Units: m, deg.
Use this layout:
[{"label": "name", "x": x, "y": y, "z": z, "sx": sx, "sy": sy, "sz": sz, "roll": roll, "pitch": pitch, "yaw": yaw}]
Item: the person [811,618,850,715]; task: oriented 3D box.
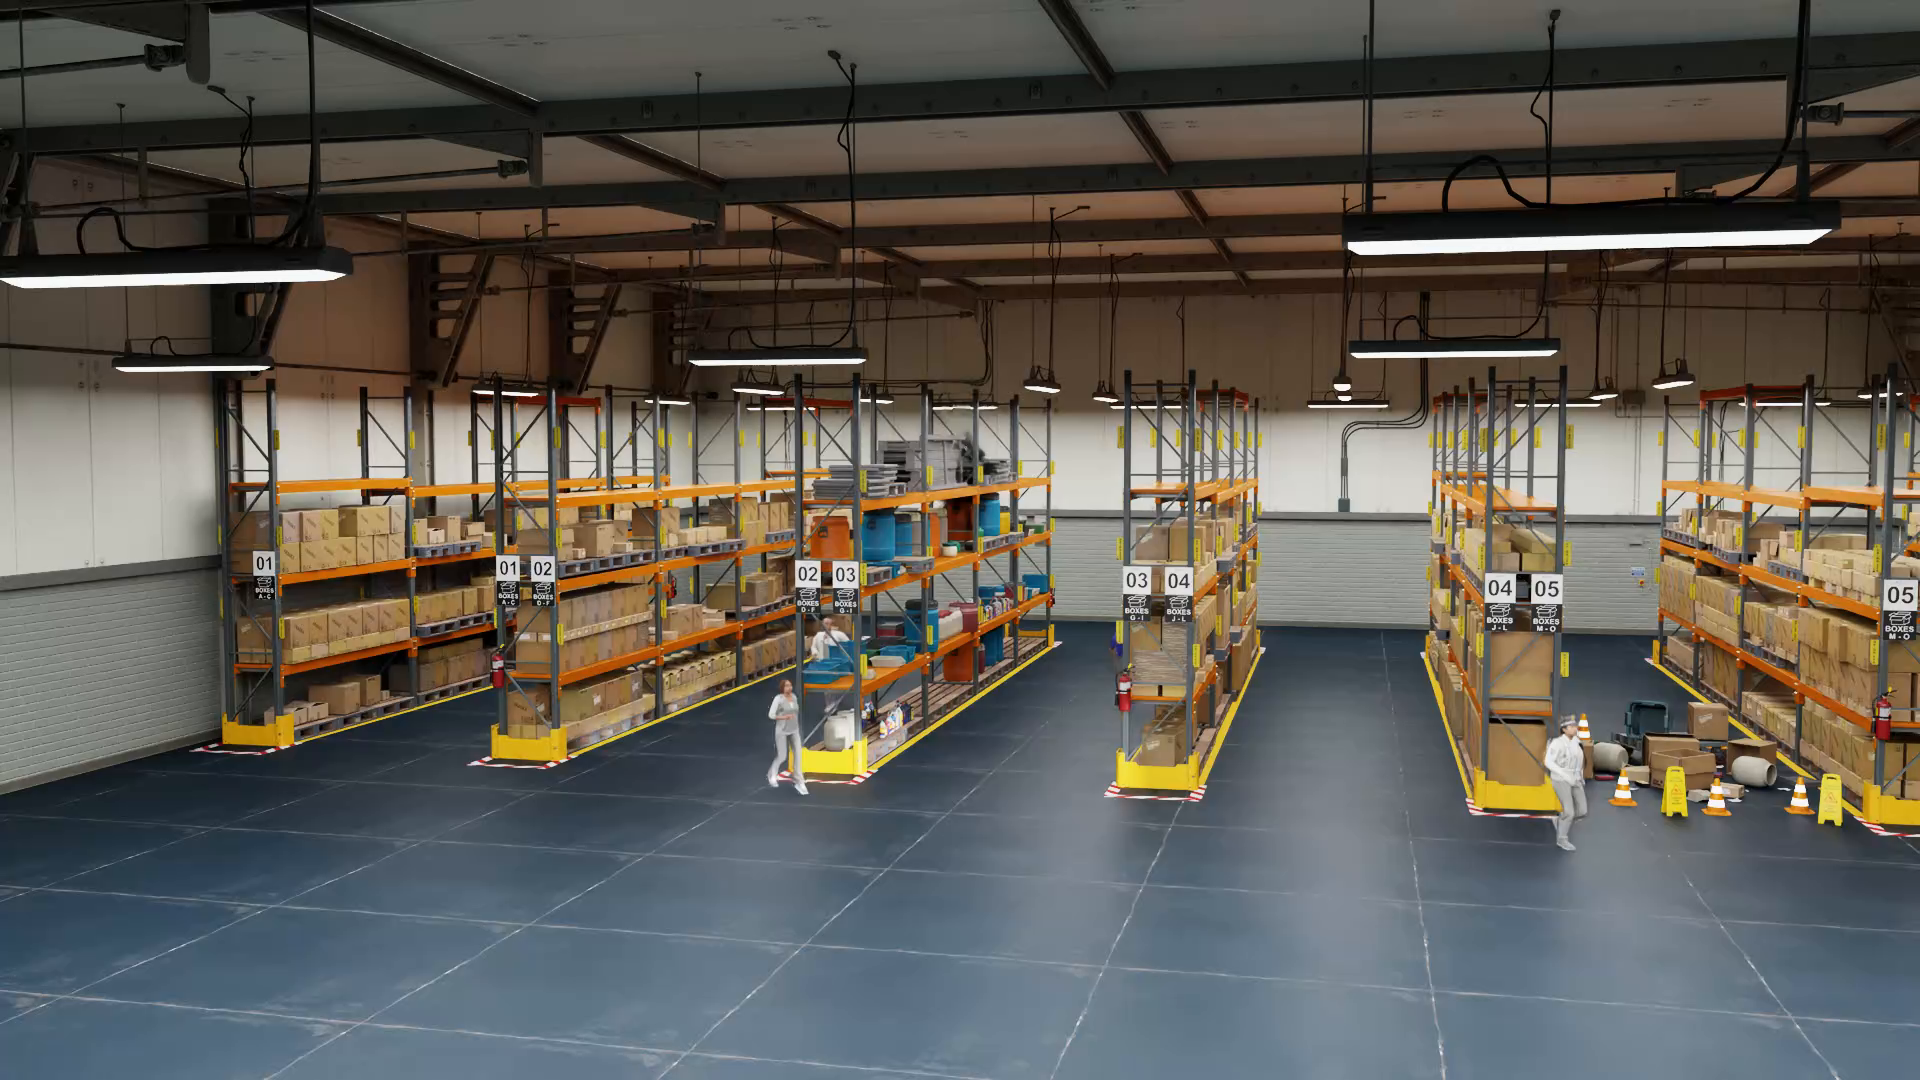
[{"label": "person", "x": -2.400, "y": 2.313, "z": 30.402, "sx": 0.719, "sy": 1.770, "sz": 0.741, "roll": 1, "pitch": 4, "yaw": 19}]

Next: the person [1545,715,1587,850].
[{"label": "person", "x": 7.428, "y": 2.956, "z": 20.372, "sx": 0.630, "sy": 1.665, "sz": 0.518, "roll": -2, "pitch": 4, "yaw": -27}]

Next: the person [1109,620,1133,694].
[{"label": "person", "x": 3.079, "y": 2.319, "z": 31.268, "sx": 0.571, "sy": 1.608, "sz": 0.550, "roll": 1, "pitch": 3, "yaw": 10}]

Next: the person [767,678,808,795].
[{"label": "person", "x": -2.479, "y": 2.770, "z": 23.637, "sx": 0.542, "sy": 1.618, "sz": 0.769, "roll": -3, "pitch": 4, "yaw": -37}]
